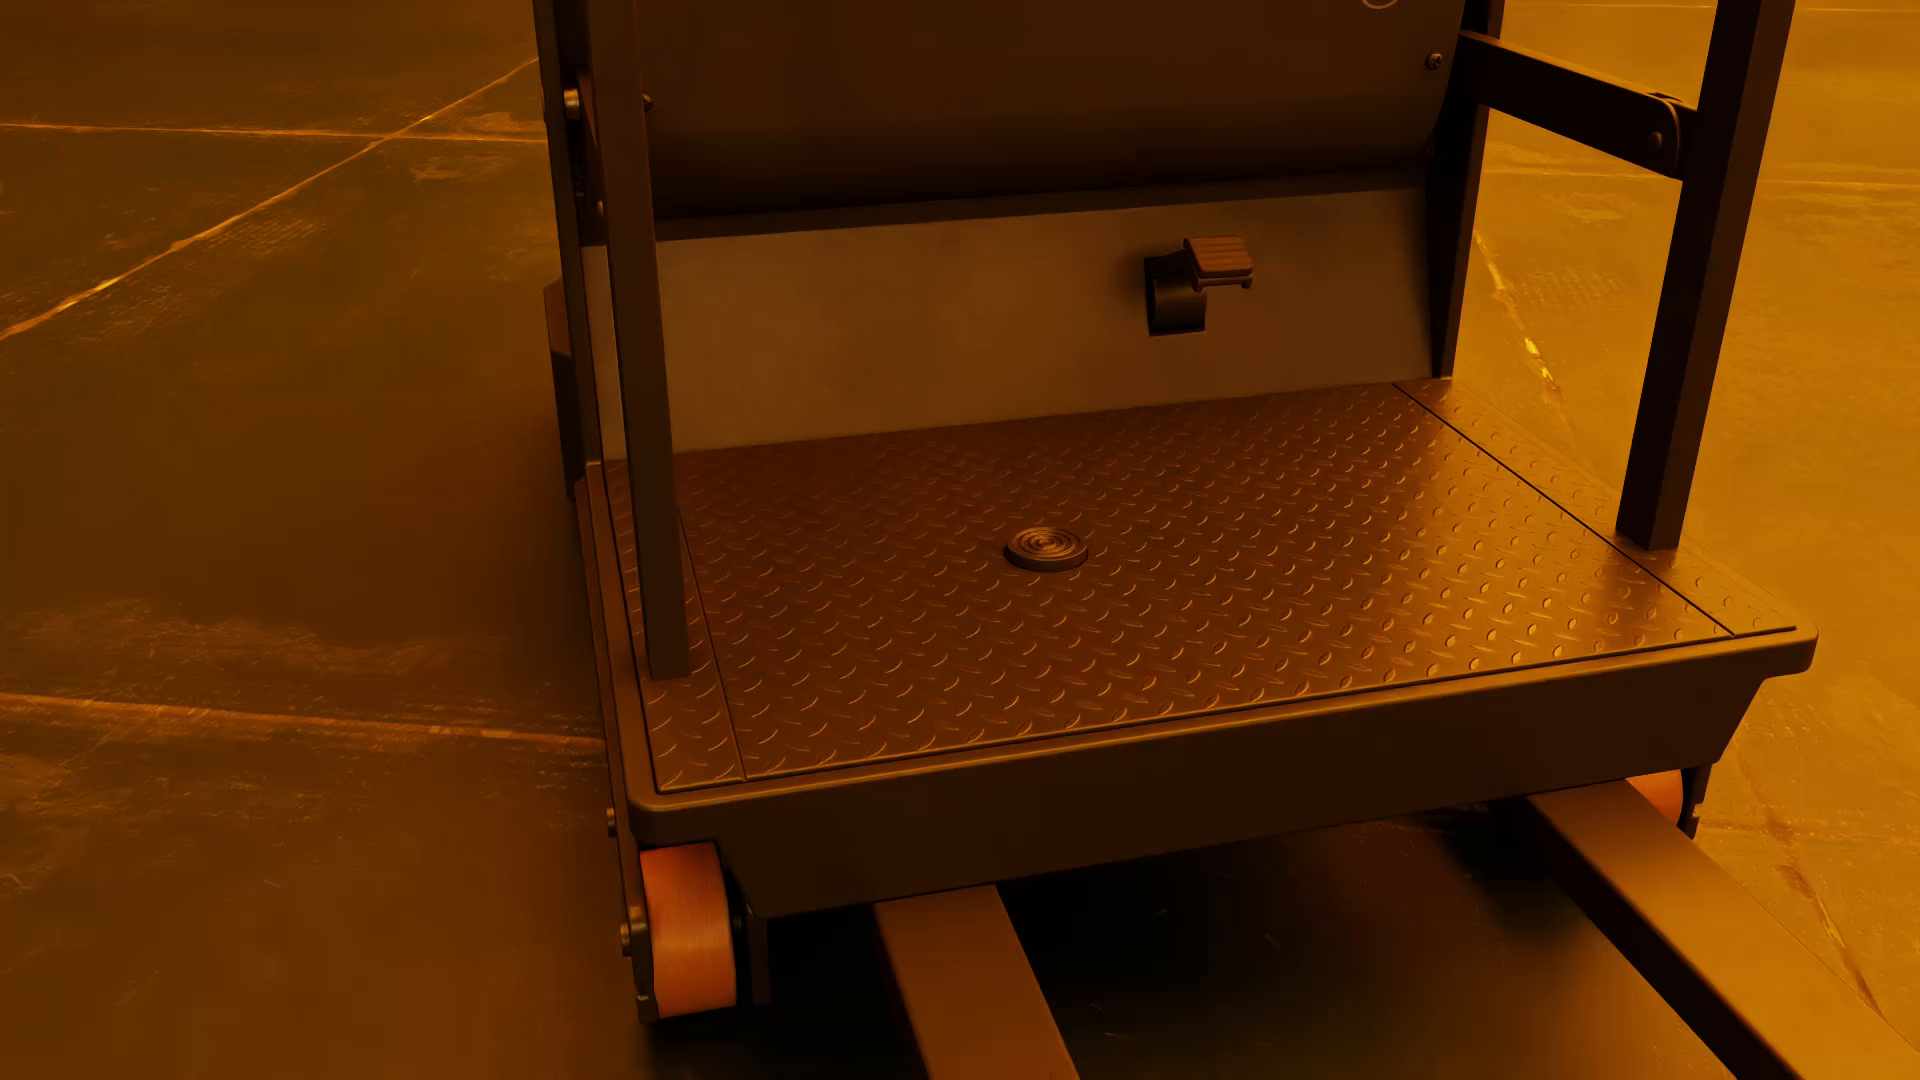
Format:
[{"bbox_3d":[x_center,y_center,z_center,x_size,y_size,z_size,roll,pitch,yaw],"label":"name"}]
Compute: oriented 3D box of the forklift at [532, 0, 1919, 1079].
[{"bbox_3d":[0.153,-1.049,1.319,1.130,2.935,3.031,-7,27,-13],"label":"forklift"}]
